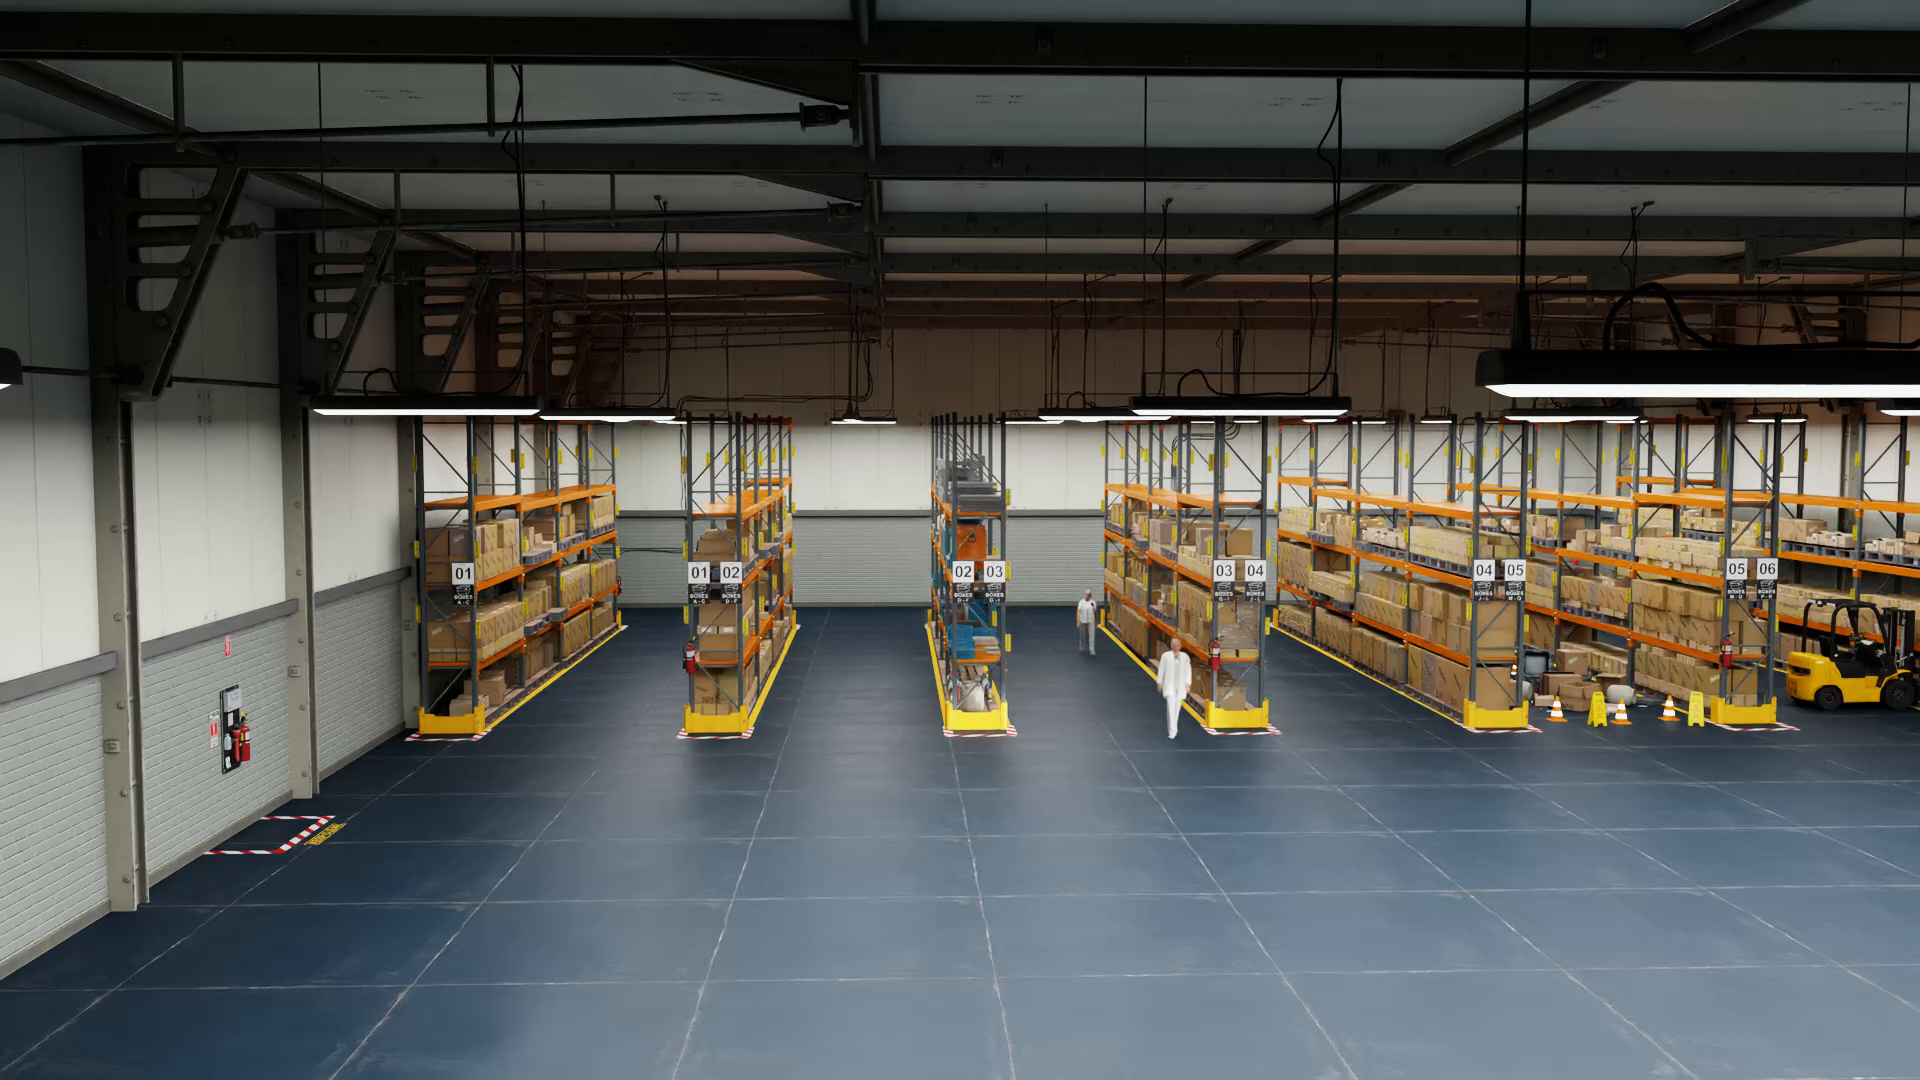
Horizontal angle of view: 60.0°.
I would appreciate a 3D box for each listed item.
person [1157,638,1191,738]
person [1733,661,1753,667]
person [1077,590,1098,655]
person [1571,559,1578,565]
[{"bbox_3d":[4.014,2.737,30.927,0.614,1.794,0.795,0,4,-6],"label":"person"},{"bbox_3d":[17.059,2.468,36.158,0.448,1.705,0.595,0,4,-7],"label":"person"},{"bbox_3d":[3.207,2.059,41.898,0.563,1.599,1.053,0,4,-4],"label":"person"},{"bbox_3d":[18.513,1.443,50.038,1.034,1.754,0.553,-1,4,-9],"label":"person"}]
